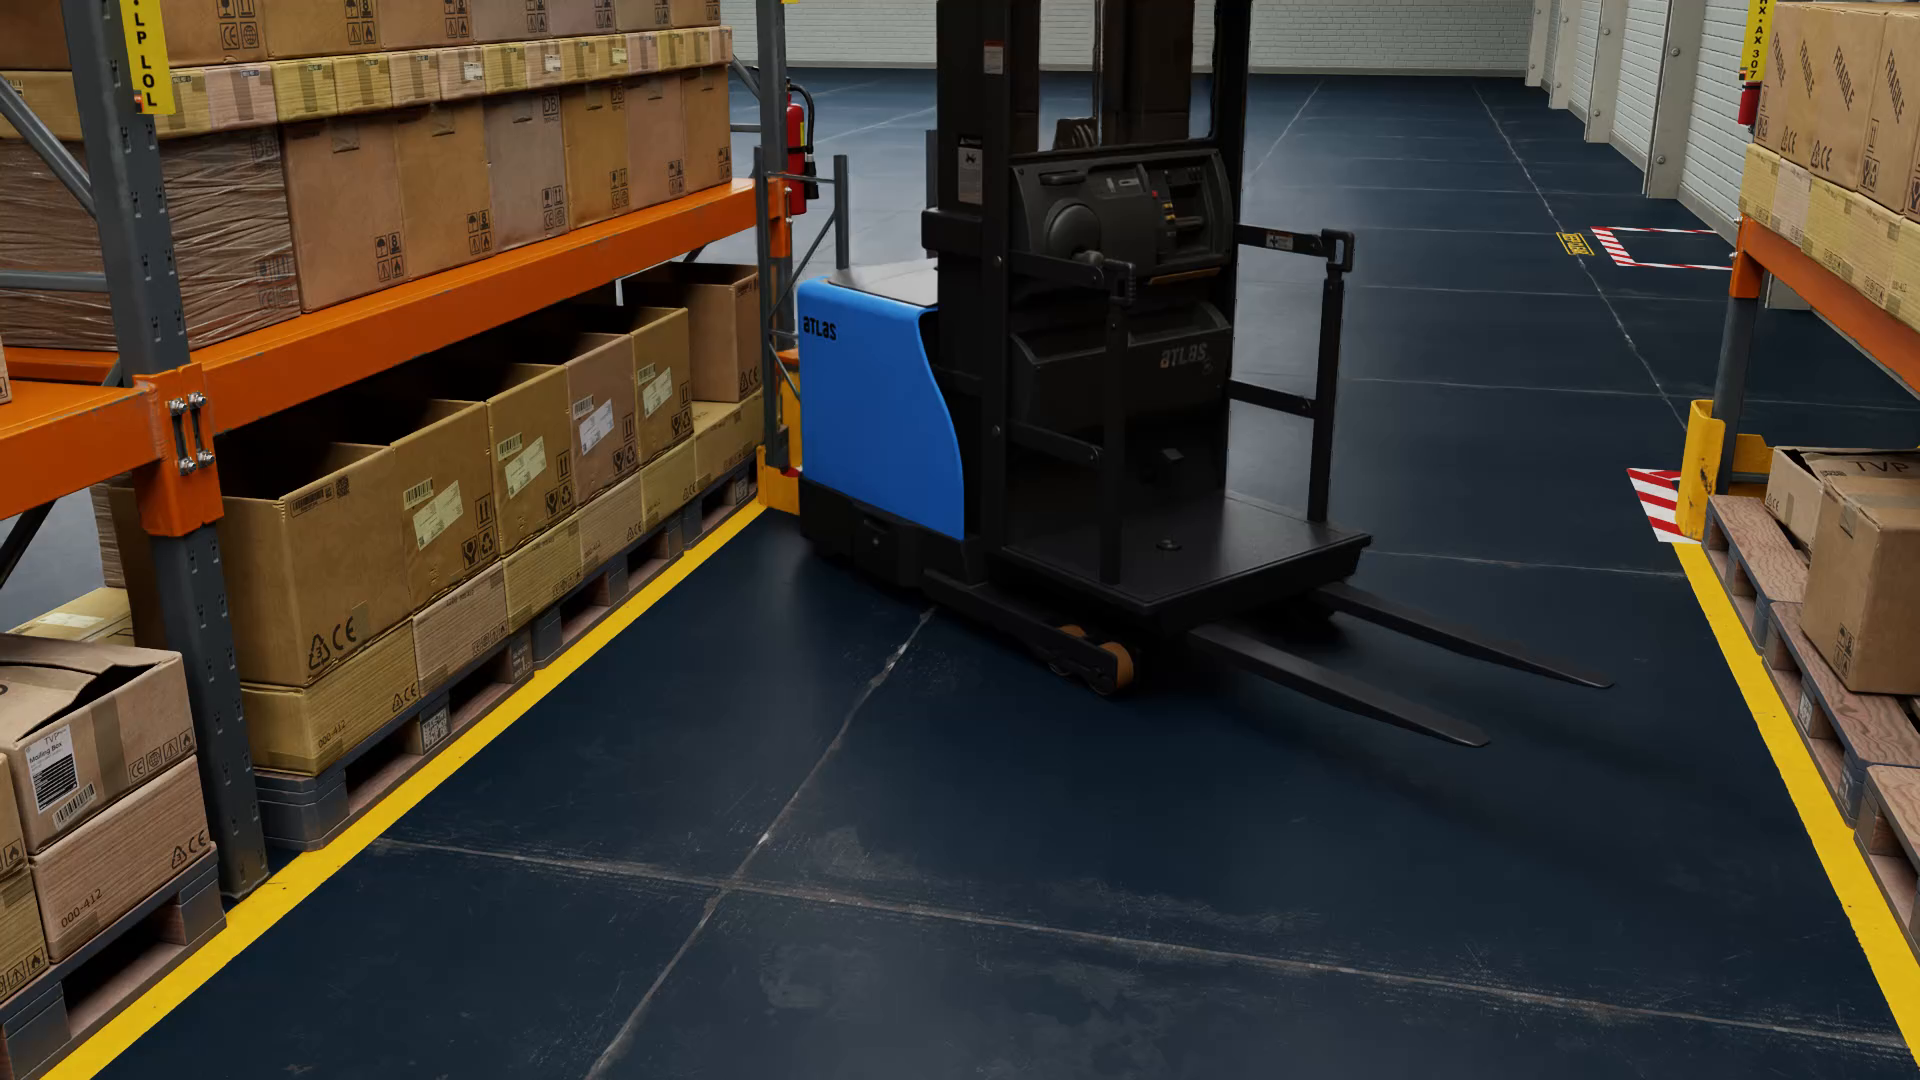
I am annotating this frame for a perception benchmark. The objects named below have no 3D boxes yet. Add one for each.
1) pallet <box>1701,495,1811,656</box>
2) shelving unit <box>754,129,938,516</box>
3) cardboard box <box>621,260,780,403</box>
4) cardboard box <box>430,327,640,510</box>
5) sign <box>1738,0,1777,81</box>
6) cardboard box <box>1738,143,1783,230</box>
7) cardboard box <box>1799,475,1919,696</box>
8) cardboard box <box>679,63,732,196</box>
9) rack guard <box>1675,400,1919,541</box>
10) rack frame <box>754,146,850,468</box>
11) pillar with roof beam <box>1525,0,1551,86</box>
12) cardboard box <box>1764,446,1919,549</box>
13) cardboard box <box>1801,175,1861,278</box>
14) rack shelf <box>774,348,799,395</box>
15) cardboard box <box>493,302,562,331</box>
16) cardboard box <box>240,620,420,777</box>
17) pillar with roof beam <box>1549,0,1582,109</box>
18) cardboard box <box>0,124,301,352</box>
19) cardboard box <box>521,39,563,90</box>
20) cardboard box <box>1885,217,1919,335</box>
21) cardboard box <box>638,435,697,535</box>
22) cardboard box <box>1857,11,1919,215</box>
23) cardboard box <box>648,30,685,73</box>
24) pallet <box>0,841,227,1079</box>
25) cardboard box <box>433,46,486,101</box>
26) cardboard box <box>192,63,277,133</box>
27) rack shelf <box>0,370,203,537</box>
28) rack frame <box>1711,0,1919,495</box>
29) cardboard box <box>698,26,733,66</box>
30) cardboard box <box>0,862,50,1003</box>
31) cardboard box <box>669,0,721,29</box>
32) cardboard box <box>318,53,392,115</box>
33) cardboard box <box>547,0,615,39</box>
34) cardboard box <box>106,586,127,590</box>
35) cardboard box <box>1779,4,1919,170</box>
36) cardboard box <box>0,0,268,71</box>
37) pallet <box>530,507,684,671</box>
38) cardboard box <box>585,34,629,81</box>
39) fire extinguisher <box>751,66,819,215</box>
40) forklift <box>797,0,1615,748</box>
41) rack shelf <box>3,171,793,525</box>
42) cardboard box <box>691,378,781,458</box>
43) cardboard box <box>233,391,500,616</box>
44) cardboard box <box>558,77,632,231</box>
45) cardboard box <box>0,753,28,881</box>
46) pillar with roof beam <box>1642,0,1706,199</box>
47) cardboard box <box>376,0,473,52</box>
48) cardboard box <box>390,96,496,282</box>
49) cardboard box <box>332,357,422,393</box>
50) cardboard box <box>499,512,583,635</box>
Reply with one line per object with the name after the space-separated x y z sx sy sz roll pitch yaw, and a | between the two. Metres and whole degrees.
3.293 0.144 5.940 1.003 0.211 1.213 5 19 13 | pallet
-0.297 -0.933 7.100 0.587 1.500 1.083 16 25 39 | shelving unit
-1.102 -0.902 7.132 0.500 0.500 0.500 5 19 13 | cardboard box
-1.456 -0.431 5.753 0.500 0.500 0.500 5 19 13 | cardboard box
3.019 -1.904 6.281 0.100 0.325 0.005 5 19 13 | sign
3.118 -1.262 5.943 0.500 0.250 0.500 4 19 12 | cardboard box
2.921 0.138 4.830 0.700 0.500 0.500 3 19 10 | cardboard box
-1.386 -1.743 6.996 0.700 0.500 0.500 5 19 13 | cardboard box
3.526 -0.245 6.630 1.175 0.500 0.348 5 19 13 | rack guard
-0.628 -0.813 6.746 0.500 1.500 0.032 16 25 39 | rack frame
7.368 -13.746 33.009 9.100 9.000 0.400 5 19 13 | pillar with roof beam
3.288 -0.177 6.045 0.500 0.311 0.500 2 19 7 | cardboard box
2.874 -0.939 4.997 0.500 0.250 0.500 4 19 13 | cardboard box
-0.291 -0.765 7.164 0.538 0.185 1.000 16 25 39 | rack shelf
-1.836 -0.629 6.332 0.500 0.500 0.500 5 19 13 | cardboard box
-1.830 0.393 4.499 0.500 0.250 0.500 5 19 13 | cardboard box
5.902 -11.865 27.503 9.100 9.000 0.400 5 19 13 | pillar with roof beam
-2.135 -0.775 4.160 0.700 0.500 0.500 4 19 12 | cardboard box
-1.545 -1.574 5.498 0.380 0.149 0.250 4 19 13 | cardboard box
2.627 -0.623 4.072 0.500 0.250 0.500 5 19 13 | cardboard box
-1.335 -0.233 6.333 0.500 0.250 0.500 5 19 13 | cardboard box
2.759 -1.140 4.427 0.500 0.500 0.500 5 20 15 | cardboard box
-1.293 -1.899 6.447 0.380 0.149 0.250 4 19 13 | cardboard box
-2.379 0.966 3.533 1.003 0.211 1.213 5 19 13 | pallet
-1.673 -1.415 5.032 0.380 0.149 0.250 4 19 12 | cardboard box
-1.922 -1.090 4.078 0.380 0.149 0.250 5 19 14 | cardboard box
-2.726 0.380 2.048 1.077 0.370 4.000 5 19 13 | rack shelf
3.545 -1.451 6.296 1.000 3.000 0.127 5 19 13 | rack frame
-1.168 -2.061 6.922 0.380 0.149 0.250 4 19 12 | cardboard box
-2.183 0.826 3.233 0.500 0.250 0.500 4 19 13 | cardboard box
-1.399 -2.341 6.738 0.700 0.500 0.500 5 19 14 | cardboard box
-1.798 -1.253 4.557 0.380 0.149 0.250 4 19 13 | cardboard box
-1.645 -2.017 5.791 0.700 0.500 0.500 5 19 14 | cardboard box
-2.204 0.196 5.076 0.500 0.250 0.500 5 19 13 | cardboard box
3.006 -1.465 5.376 0.500 0.500 0.500 5 19 14 | cardboard box
-2.135 -1.388 3.950 0.700 0.500 0.500 5 19 14 | cardboard box
-1.706 0.102 6.061 1.003 0.211 1.213 5 19 13 | pallet
-1.421 -1.738 5.976 0.380 0.149 0.250 5 20 15 | cardboard box
-0.780 -1.805 7.451 0.296 0.674 0.183 5 19 13 | fire extinguisher
0.685 -1.079 5.311 1.130 2.935 3.031 -15 24 -36 | forklift
-1.748 -0.874 5.719 1.077 0.370 4.000 5 19 13 | rack shelf
-1.104 -0.547 7.254 0.500 0.250 0.500 5 19 13 | cardboard box
-1.706 -0.118 4.836 0.500 0.500 0.500 5 19 13 | cardboard box
-1.637 -1.423 6.059 0.700 0.500 0.500 5 19 14 | cardboard box
-2.179 0.563 3.136 0.500 0.311 0.500 5 20 15 | cardboard box
2.970 -8.104 16.491 9.100 9.000 0.400 5 19 13 | pillar with roof beam
-1.890 -1.704 4.873 0.700 0.500 0.500 5 19 13 | cardboard box
-1.886 -1.097 5.105 0.700 0.500 0.500 5 19 14 | cardboard box
-2.084 -0.315 5.415 0.500 0.500 0.500 5 19 13 | cardboard box
-1.575 0.081 5.415 0.500 0.250 0.500 5 19 13 | cardboard box
